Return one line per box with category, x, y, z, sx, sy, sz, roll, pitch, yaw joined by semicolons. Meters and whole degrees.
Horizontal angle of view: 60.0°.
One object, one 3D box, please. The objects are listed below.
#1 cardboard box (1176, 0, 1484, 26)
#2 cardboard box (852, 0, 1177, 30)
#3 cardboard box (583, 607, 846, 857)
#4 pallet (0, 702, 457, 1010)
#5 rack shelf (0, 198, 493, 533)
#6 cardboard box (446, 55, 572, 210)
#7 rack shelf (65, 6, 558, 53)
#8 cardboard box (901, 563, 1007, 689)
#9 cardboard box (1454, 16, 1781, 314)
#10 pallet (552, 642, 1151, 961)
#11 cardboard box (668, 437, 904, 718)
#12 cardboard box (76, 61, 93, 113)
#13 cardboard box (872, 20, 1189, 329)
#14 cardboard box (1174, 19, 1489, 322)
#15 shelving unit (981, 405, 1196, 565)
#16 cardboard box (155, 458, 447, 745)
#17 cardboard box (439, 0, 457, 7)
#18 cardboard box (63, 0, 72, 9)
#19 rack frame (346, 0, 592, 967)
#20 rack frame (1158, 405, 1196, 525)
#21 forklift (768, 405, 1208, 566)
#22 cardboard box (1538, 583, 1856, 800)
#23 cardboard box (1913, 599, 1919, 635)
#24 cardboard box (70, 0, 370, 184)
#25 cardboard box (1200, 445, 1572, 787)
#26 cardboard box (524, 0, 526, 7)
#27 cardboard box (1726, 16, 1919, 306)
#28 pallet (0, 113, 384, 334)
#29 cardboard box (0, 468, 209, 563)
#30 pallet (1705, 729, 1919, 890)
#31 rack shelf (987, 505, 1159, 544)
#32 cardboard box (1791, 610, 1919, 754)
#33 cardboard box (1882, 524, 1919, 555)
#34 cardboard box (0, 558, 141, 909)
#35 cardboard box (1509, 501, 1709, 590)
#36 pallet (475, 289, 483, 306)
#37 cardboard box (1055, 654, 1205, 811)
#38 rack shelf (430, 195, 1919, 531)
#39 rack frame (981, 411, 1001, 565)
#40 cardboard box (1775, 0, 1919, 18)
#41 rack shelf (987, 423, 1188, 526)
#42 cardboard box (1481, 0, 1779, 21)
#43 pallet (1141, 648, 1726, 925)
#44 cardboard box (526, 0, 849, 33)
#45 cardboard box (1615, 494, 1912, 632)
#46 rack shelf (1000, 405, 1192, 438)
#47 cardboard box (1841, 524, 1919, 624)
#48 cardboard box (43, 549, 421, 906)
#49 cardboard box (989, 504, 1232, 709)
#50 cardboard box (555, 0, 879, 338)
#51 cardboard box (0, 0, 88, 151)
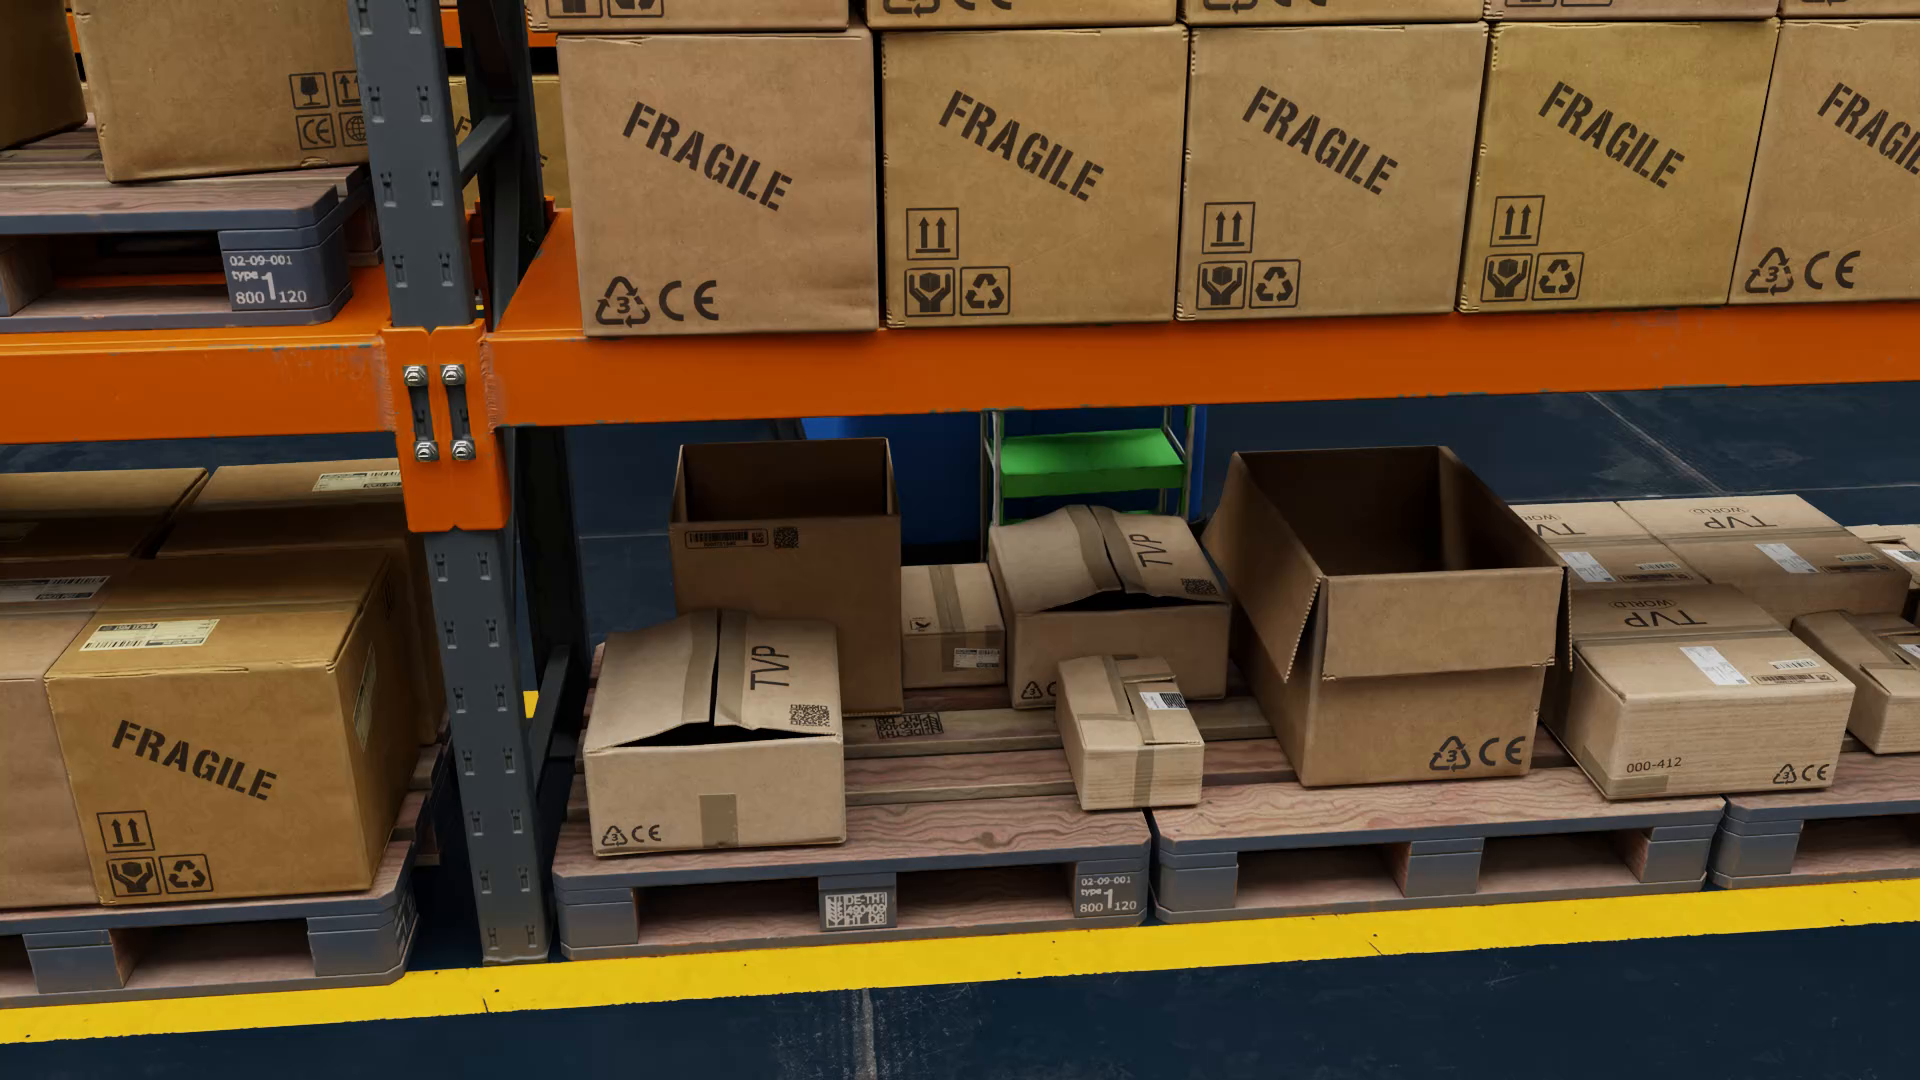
cardboard box;0.582;-1.169;2.834;0.500;0.500;0.500;-3;24;-7
cardboard box;0.070;-1.149;2.788;0.500;0.500;0.500;-3;24;-7
cardboard box;-0.501;0.378;3.476;0.500;0.311;0.500;-2;24;-5
pallet;-1.745;0.601;3.637;1.213;0.211;1.003;-2;24;-5
rack shelf;-2.930;-0.312;3.145;4.000;0.370;1.077;-2;24;-5
cardboard box;-2.064;-1.854;7.857;0.750;0.750;0.750;-2;24;-5
rack shelf;-3.421;-2.314;7.649;4.000;0.370;1.077;-2;24;-5
cardboard box;-0.033;0.204;4.065;0.250;0.149;0.380;-2;24;-5
cardboard box;1.108;-0.738;3.095;0.500;0.500;0.500;-3;24;-6
pallet;-0.256;0.527;3.805;1.213;0.211;1.003;-2;24;-5
cardboard box;-0.401;0.083;3.906;0.500;0.500;0.500;-2;24;-5
cardboard box;-3.794;-1.781;7.694;0.750;0.750;0.750;-2;24;-5
cardboard box;0.104;-0.698;3.005;0.500;0.500;0.500;-2;24;-4
cardboard box;0.602;-0.717;3.048;0.500;0.500;0.500;-2;24;-5
shelving unit;0.320;-0.229;4.269;0.503;1.200;0.258;-4;27;-7
cardboard box;-1.445;0.141;3.775;0.500;0.500;0.500;-3;24;-8
cardboard box;-2.250;-2.477;7.415;0.250;0.149;0.380;-2;24;-3
cardboard box;-3.783;-2.440;7.330;0.250;0.149;0.380;-2;24;-4
rack frame;-0.940;-0.721;3.178;0.127;3.000;1.000;-2;24;-5
rack frame;0.561;-0.245;4.299;0.015;1.200;0.240;-4;27;-7
forklift;-0.099;-1.663;5.384;1.130;2.935;3.031;-5;24;-10
cardboard box;1.576;0.322;3.676;0.500;0.250;0.500;-2;24;-5
cardboard box;2.524;0.182;3.683;0.500;0.500;0.500;-2;24;-5
cardboard box;-1.433;-1.030;3.233;0.500;0.500;0.700;-11;26;-23
cardboard box;0.929;0.142;3.769;0.637;0.503;0.797;-2;24;-5
cardboard box;-1.988;-2.470;7.398;0.250;0.149;0.380;-2;24;-4
cardboard box;1.609;-0.758;3.140;0.500;0.500;0.500;-2;24;-5
pallet;-1.746;-0.645;3.245;1.213;0.211;1.003;-2;24;-5
cardboard box;-1.975;0.167;3.717;0.500;0.500;0.500;-2;24;-4
pallet;2.172;0.429;4.025;1.213;0.211;1.003;-2;24;-5
rack shelf;0.321;0.042;4.406;0.480;0.148;0.258;-4;27;-7
cardboard box;2.112;0.314;3.796;0.250;0.166;0.380;-2;24;-5
cardboard box;2.590;0.099;4.302;0.250;0.149;0.380;-2;24;-5
cardboard box;-1.895;0.372;3.255;0.500;0.500;0.500;-2;24;-5
cardboard box;1.477;0.122;4.126;0.500;0.250;0.500;-2;24;-5
pallet;-2.191;-1.387;8.111;1.213;0.211;1.003;-2;24;-5
cardboard box;0.359;0.405;3.592;0.250;0.166;0.380;-2;24;-5
rack shelf;1.051;-0.472;3.504;4.000;0.370;1.077;-2;24;-5
rack frame;0.078;-0.213;4.239;0.015;1.200;0.240;-4;27;-7
cardboard box;1.607;-1.211;2.927;0.500;0.500;0.500;-2;24;-4
rack shelf;0.320;-0.172;4.298;0.480;0.148;0.258;-4;27;-7
cardboard box;1.096;-1.190;2.881;0.500;0.500;0.500;-2;24;-4
pallet;0.961;0.477;3.918;1.213;0.211;1.003;-2;24;-5
cardboard box;-0.443;-1.128;2.741;0.500;0.500;0.500;-2;24;-4
cardboard box;1.974;0.102;4.171;0.500;0.250;0.500;-2;24;-5
rack shelf;0.319;-0.386;4.190;0.480;0.148;0.258;-4;27;-7
cardboard box;2.342;0.101;4.276;0.250;0.166;0.380;-2;24;-5
cardboard box;-1.403;0.356;3.292;0.500;0.500;0.500;-2;24;-5
cardboard box;0.346;0.140;4.011;0.500;0.311;0.500;-2;24;-5
cardboard box;-0.406;-0.677;2.956;0.500;0.500;0.500;-2;24;-4
cardboard box;-2.111;-0.977;3.114;0.500;0.500;0.700;1;24;3
